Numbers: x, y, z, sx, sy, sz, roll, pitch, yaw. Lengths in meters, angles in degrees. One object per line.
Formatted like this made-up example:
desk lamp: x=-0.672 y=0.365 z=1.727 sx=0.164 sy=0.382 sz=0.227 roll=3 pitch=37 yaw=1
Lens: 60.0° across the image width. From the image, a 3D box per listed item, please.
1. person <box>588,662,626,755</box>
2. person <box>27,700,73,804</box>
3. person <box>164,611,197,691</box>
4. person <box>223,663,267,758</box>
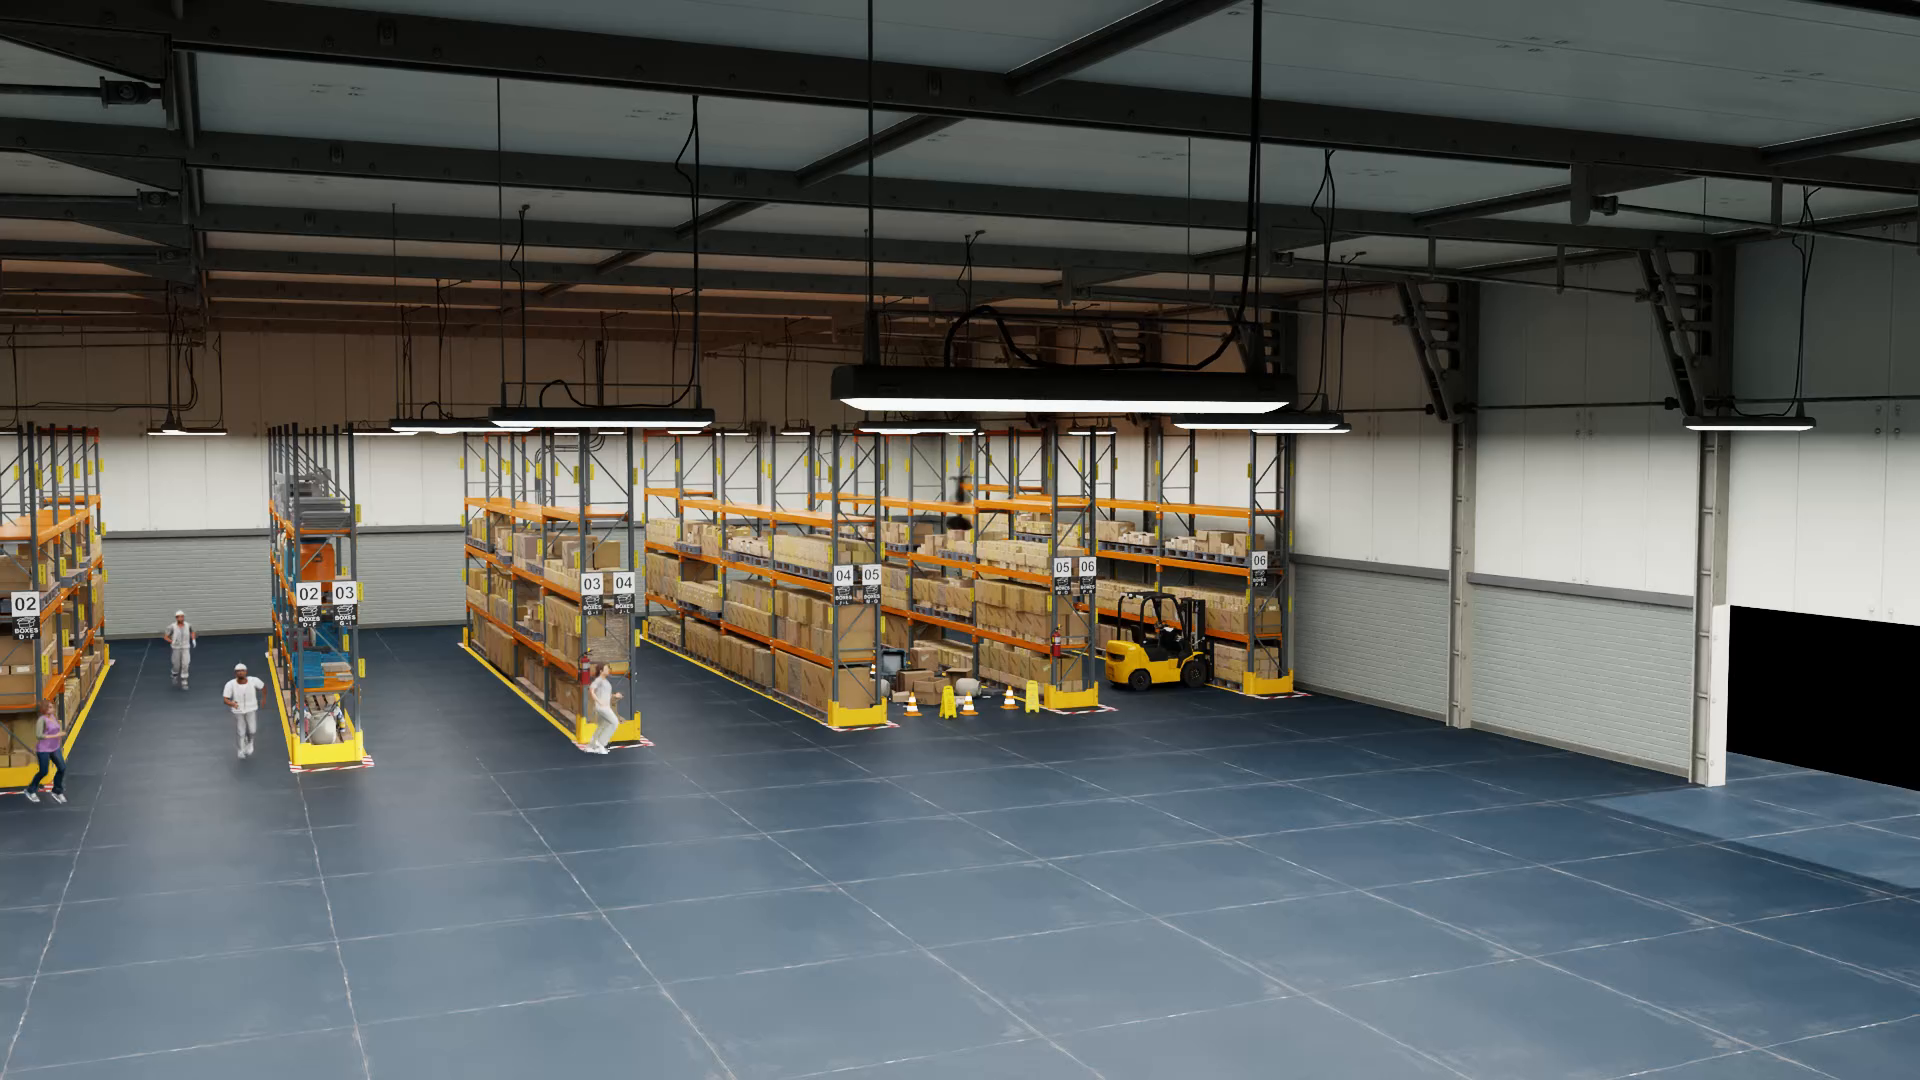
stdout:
person: x=-6.407 y=3.054 z=30.135 sx=0.701 sy=1.688 sz=0.540 roll=0 pitch=3 yaw=-4
person: x=-14.267 y=3.330 z=26.035 sx=0.725 sy=1.648 sz=0.576 roll=0 pitch=3 yaw=5
person: x=-17.786 y=2.516 z=37.972 sx=0.685 sy=1.786 sz=0.825 roll=-3 pitch=4 yaw=-37
person: x=-12.679 y=3.036 z=29.522 sx=0.717 sy=1.715 sz=0.809 roll=-2 pitch=4 yaw=-24
